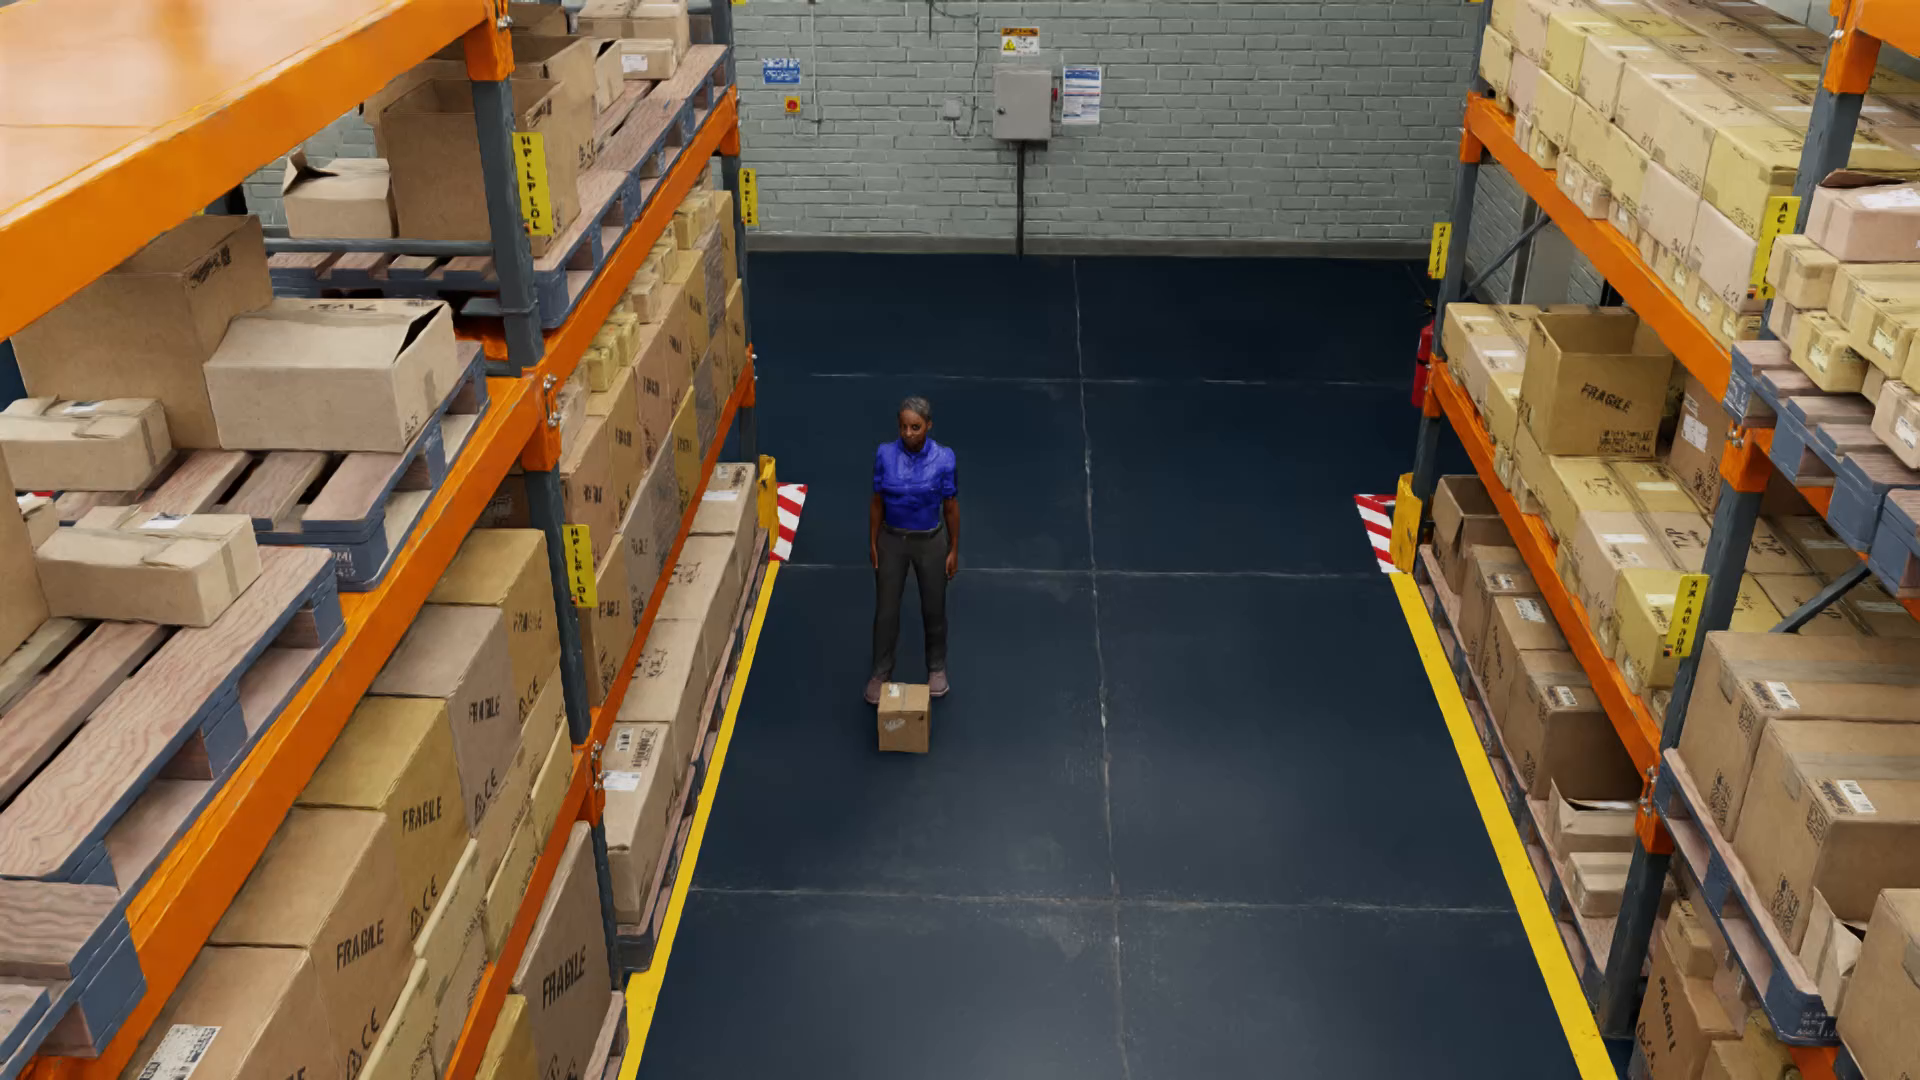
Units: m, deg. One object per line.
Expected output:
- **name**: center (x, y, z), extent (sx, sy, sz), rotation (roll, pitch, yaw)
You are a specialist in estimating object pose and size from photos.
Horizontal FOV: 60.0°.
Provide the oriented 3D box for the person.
- **person**: center (-0.252, 0.057, 8.502), extent (0.485, 1.659, 0.406), rotation (4, 28, 7)
